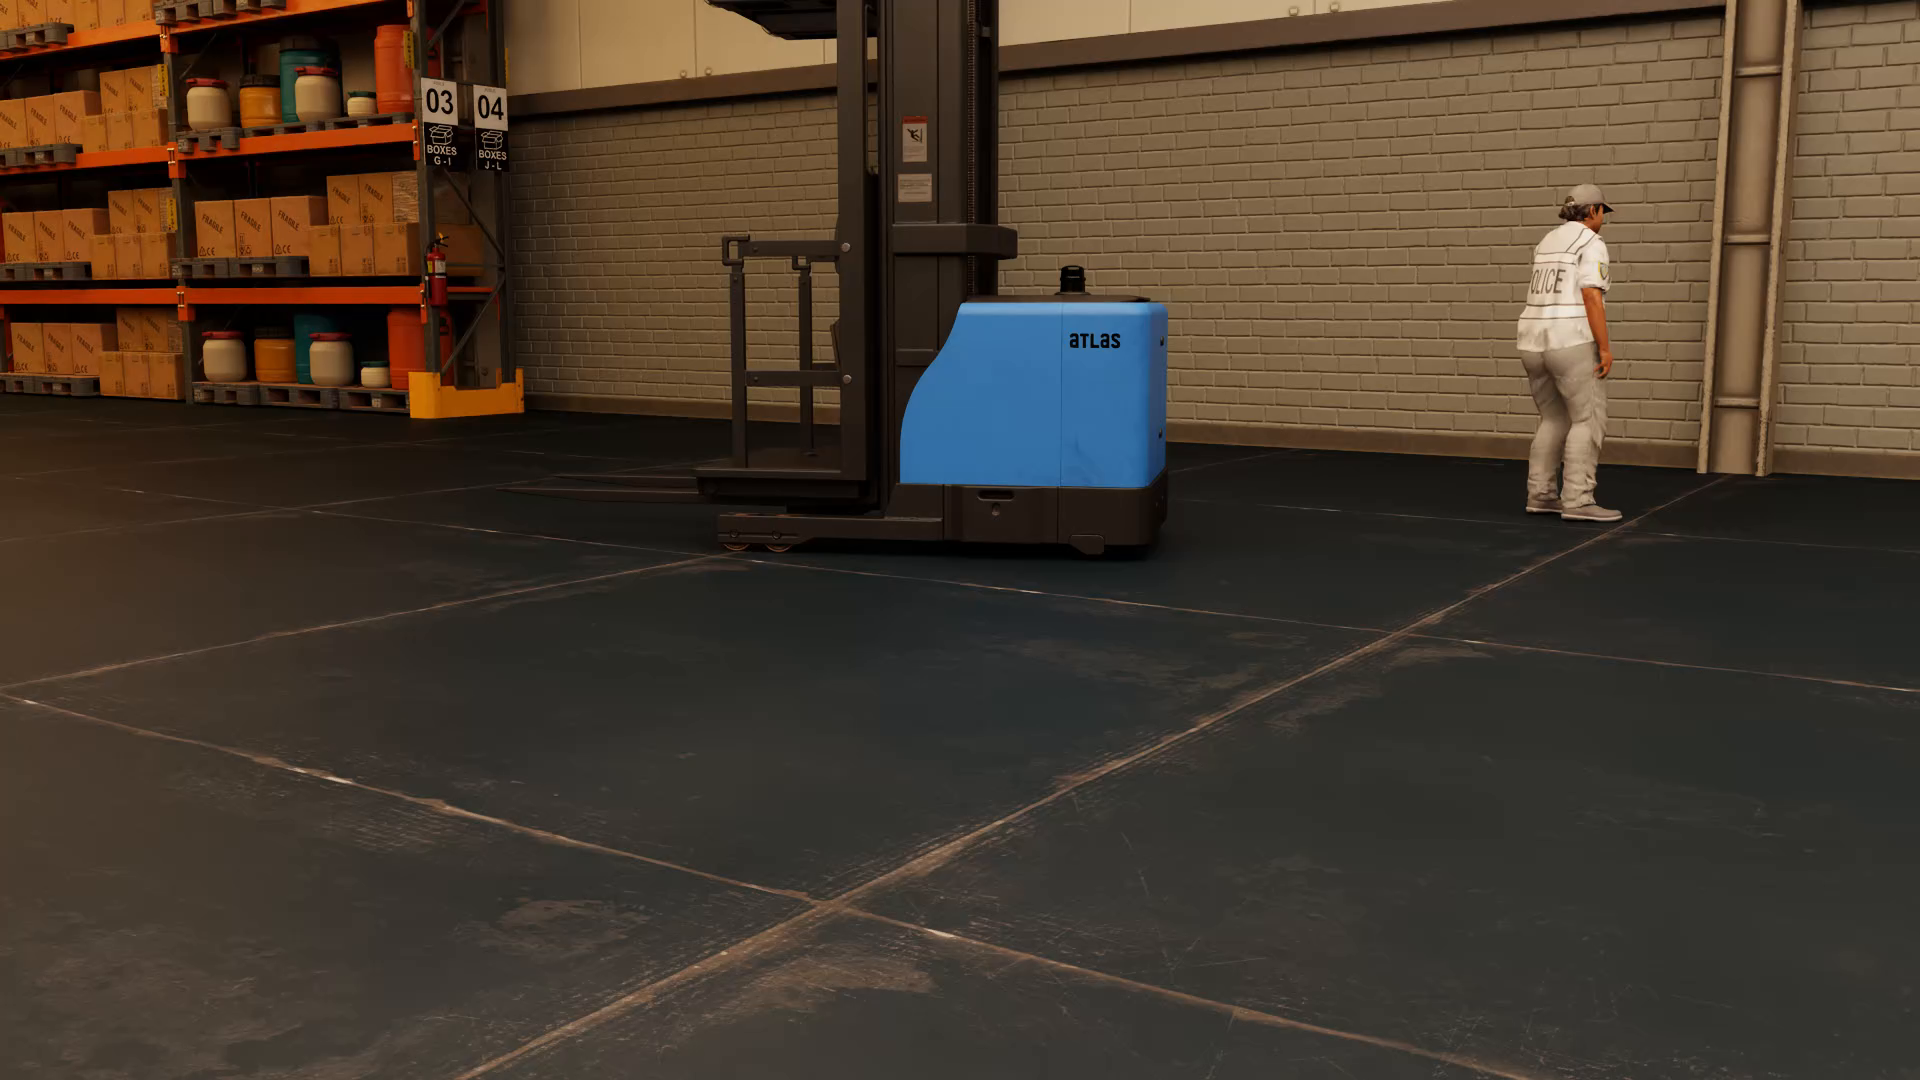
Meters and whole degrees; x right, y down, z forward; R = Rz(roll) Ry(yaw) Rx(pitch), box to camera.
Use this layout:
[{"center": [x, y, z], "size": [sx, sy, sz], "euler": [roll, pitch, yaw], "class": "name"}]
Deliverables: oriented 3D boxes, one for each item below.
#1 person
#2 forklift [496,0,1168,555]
[{"center": [3.075, -0.945, 8.342], "size": [0.468, 1.666, 0.564], "euler": [-3, 8, -17], "class": "person"}, {"center": [-0.596, -1.469, 7.520], "size": [3.031, 2.935, 1.130], "euler": [2, 8, 12], "class": "forklift"}]
